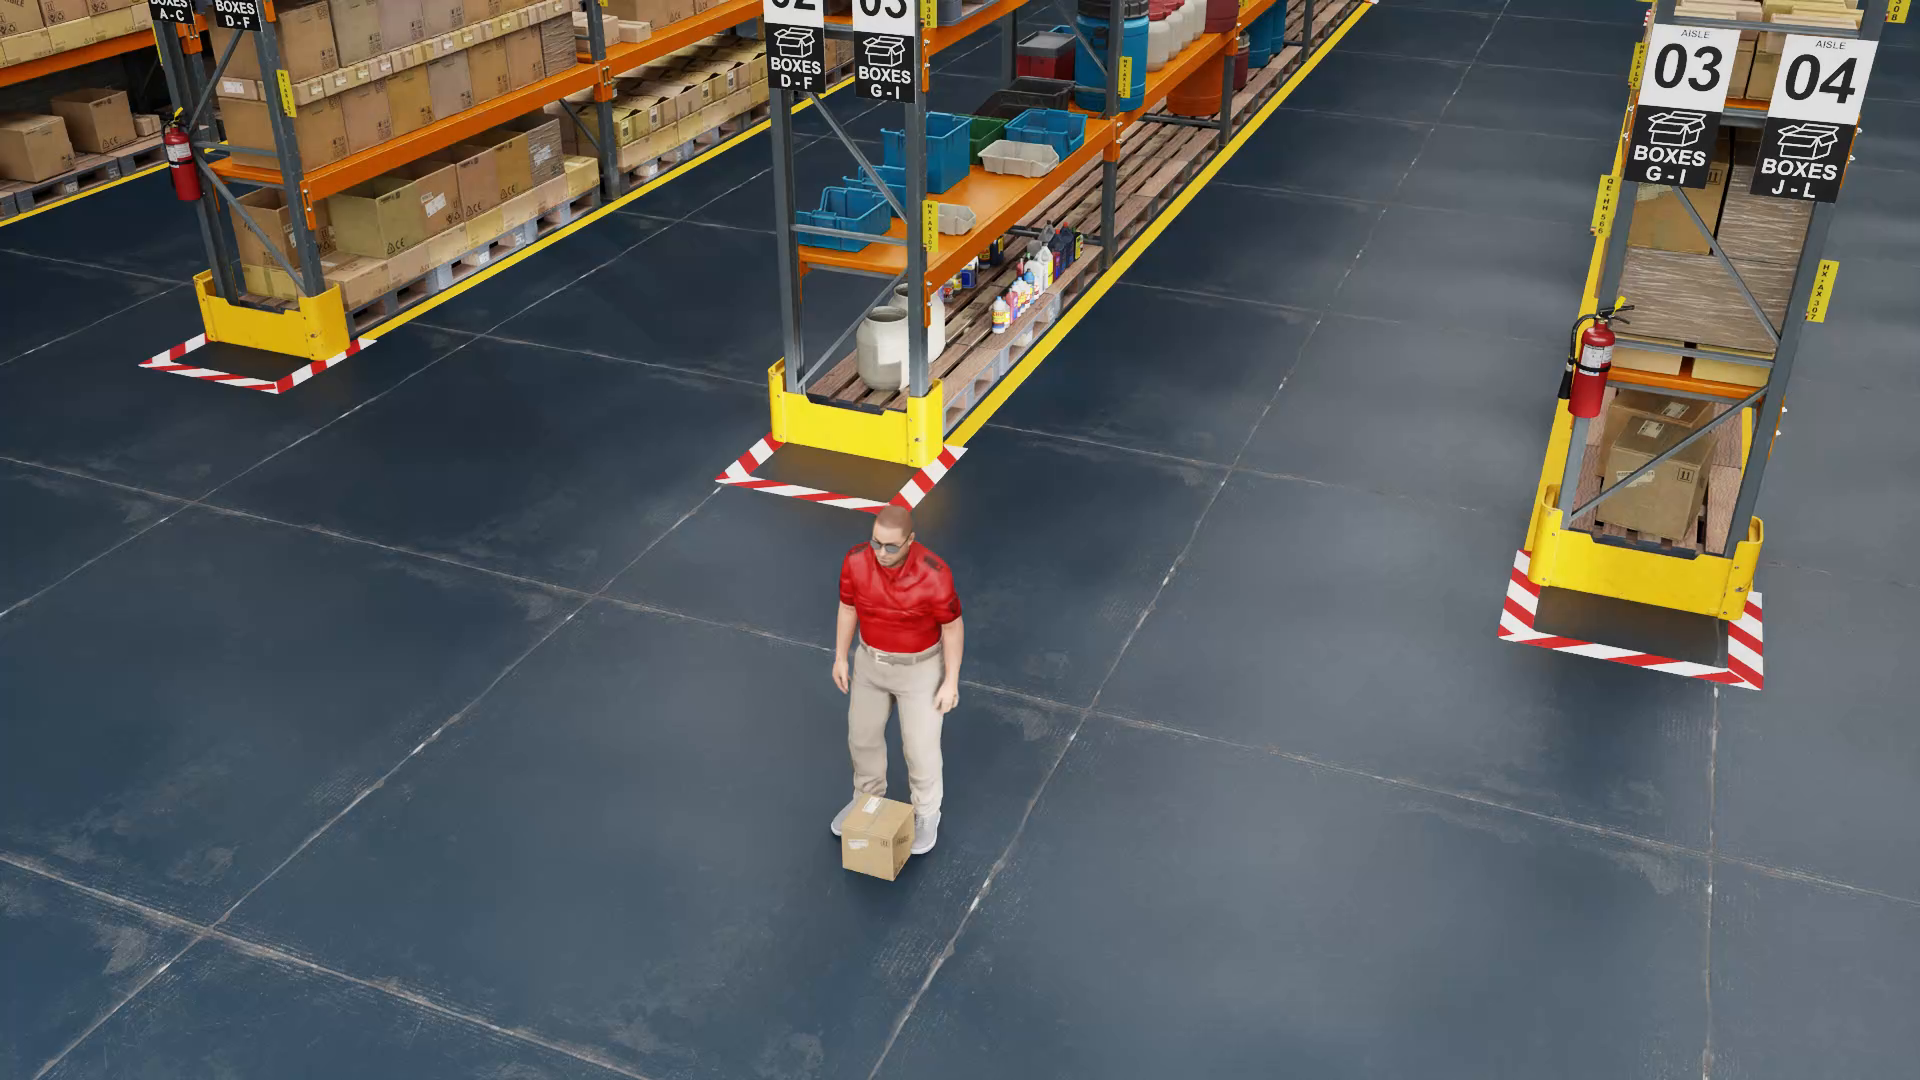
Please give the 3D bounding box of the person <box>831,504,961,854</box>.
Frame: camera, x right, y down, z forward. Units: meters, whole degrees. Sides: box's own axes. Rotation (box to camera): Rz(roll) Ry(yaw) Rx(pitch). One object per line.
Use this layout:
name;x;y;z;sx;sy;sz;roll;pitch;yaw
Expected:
person;-0.283;0.584;7.377;0.584;1.727;0.391;11;31;19
